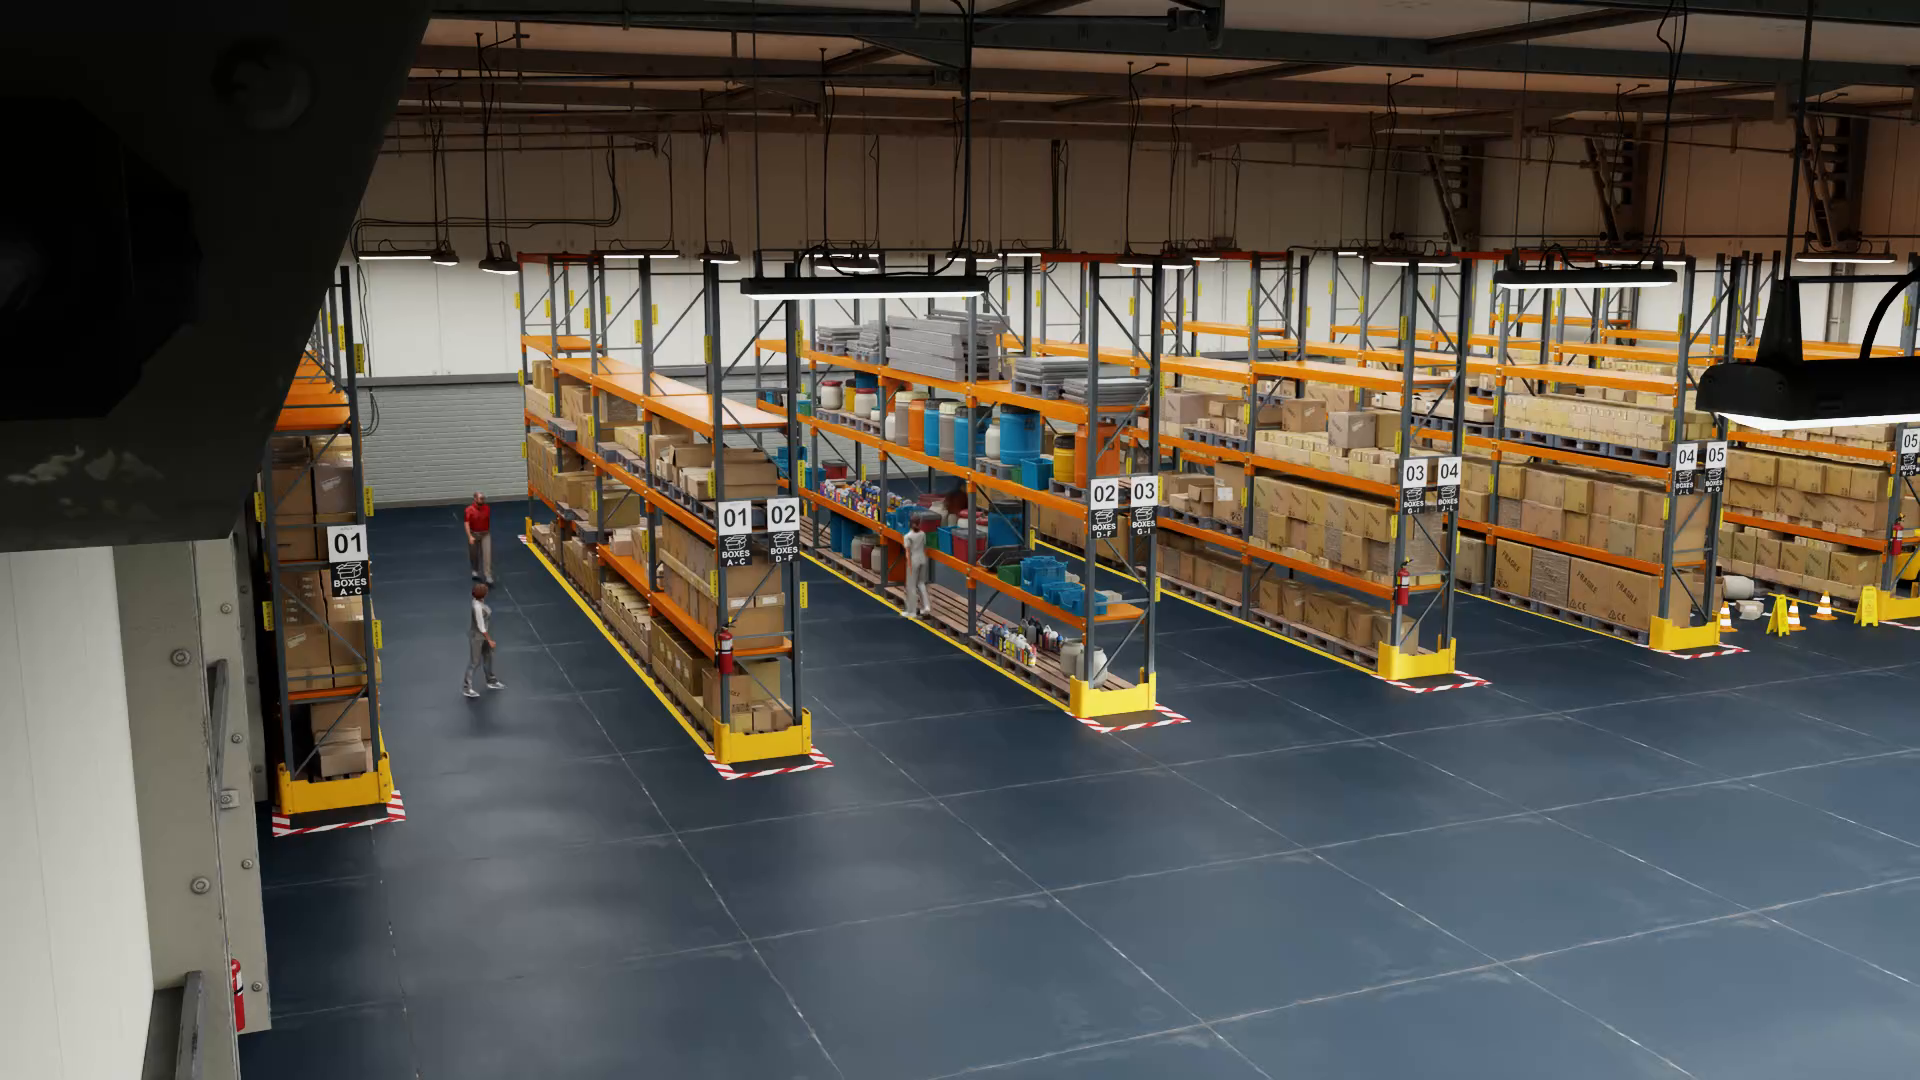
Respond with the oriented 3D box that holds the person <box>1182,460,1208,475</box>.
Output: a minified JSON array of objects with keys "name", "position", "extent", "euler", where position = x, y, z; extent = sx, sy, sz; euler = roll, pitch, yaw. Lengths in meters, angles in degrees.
[{"name":"person","position":[5.912,-2.136,41.908],"extent":[1.005,1.735,0.572],"euler":[-5,12,-27]}]

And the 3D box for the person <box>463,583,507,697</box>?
[{"name":"person","position":[-6.678,1.376,23.194],"extent":[0.532,1.606,0.588],"euler":[-1,10,-4]}]

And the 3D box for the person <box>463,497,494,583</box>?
[{"name":"person","position":[-8.895,-0.017,30.693],"extent":[0.493,1.577,1.060],"euler":[-4,11,-19]}]

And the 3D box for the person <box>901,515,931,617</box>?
[{"name":"person","position":[-0.715,0.418,27.141],"extent":[0.492,1.684,0.380],"euler":[-10,14,-43]}]
